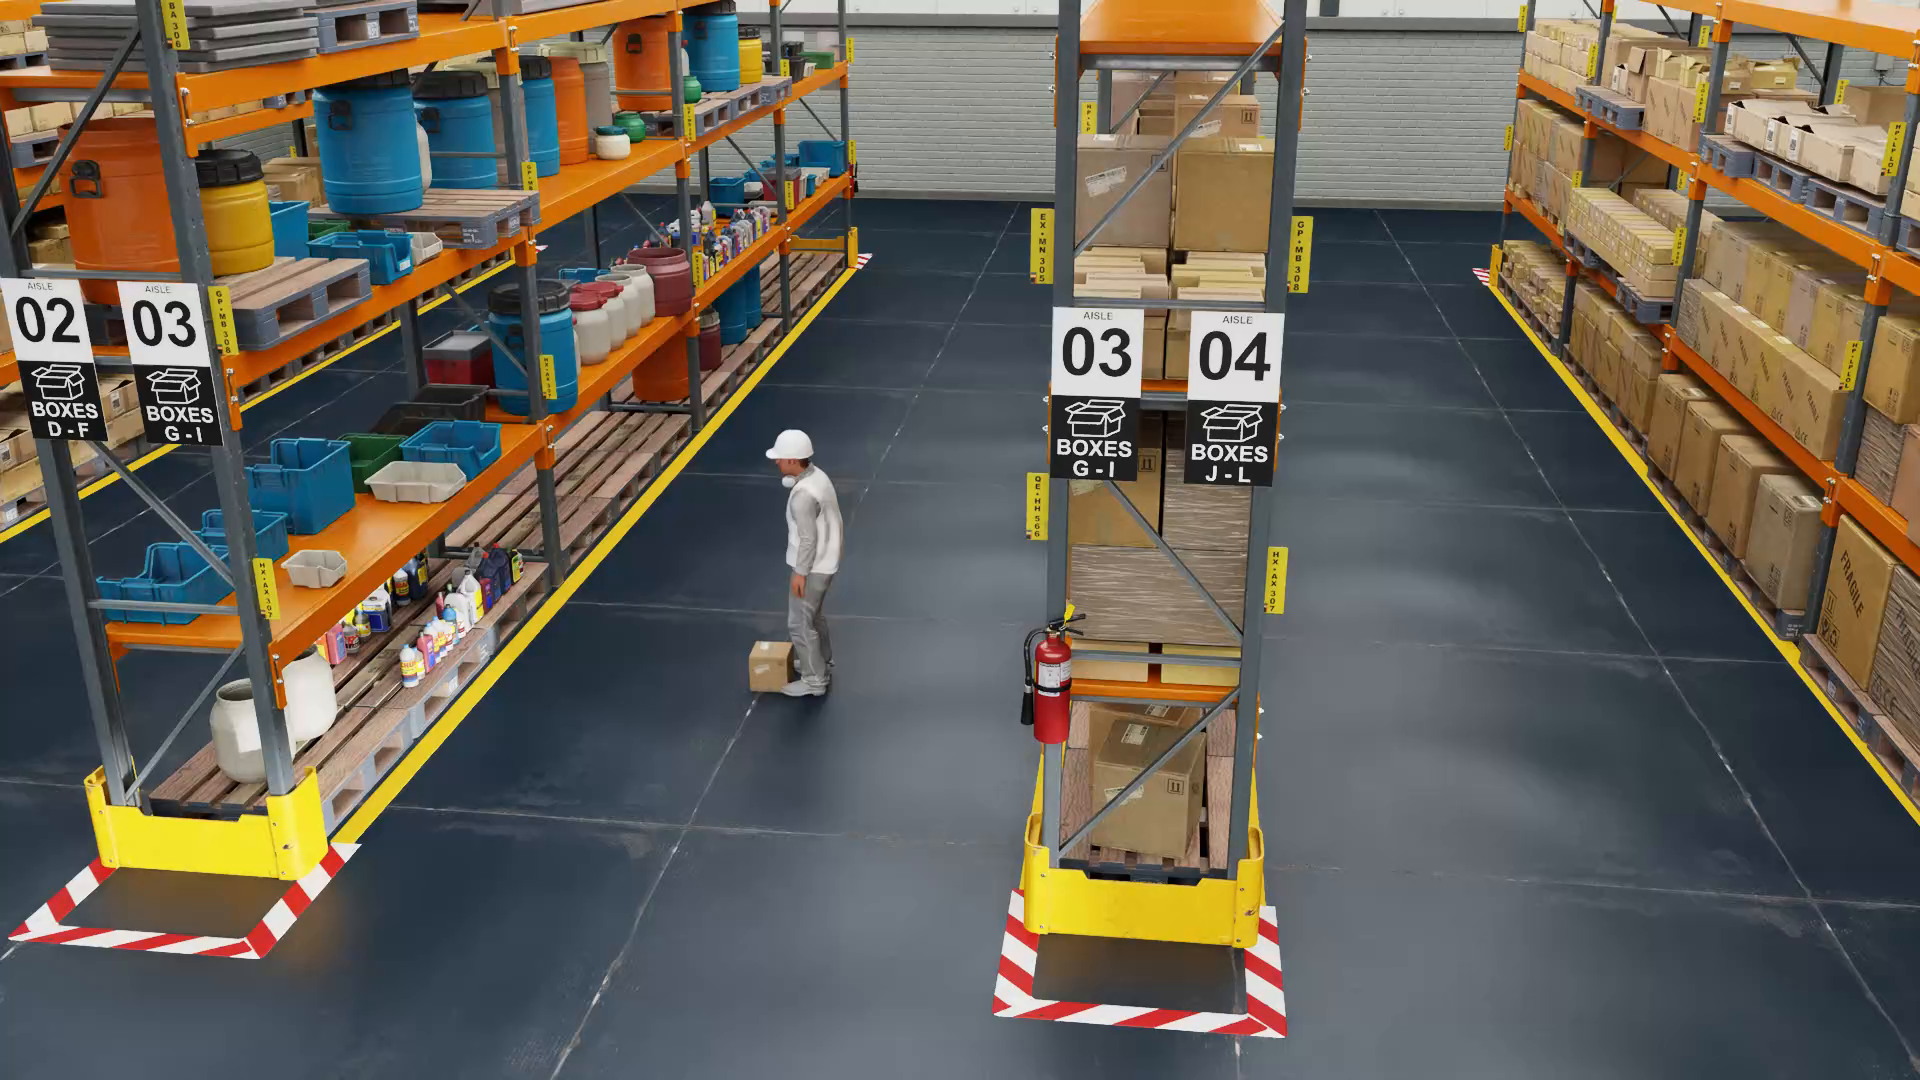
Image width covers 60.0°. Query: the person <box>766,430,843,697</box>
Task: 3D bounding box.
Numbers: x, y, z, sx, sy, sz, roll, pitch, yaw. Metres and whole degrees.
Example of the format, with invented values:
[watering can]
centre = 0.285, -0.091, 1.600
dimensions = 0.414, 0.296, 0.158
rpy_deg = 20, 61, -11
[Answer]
[person]
centre = -0.980, 0.138, 10.690
dimensions = 0.465, 1.769, 0.582
rpy_deg = 1, 21, 4
